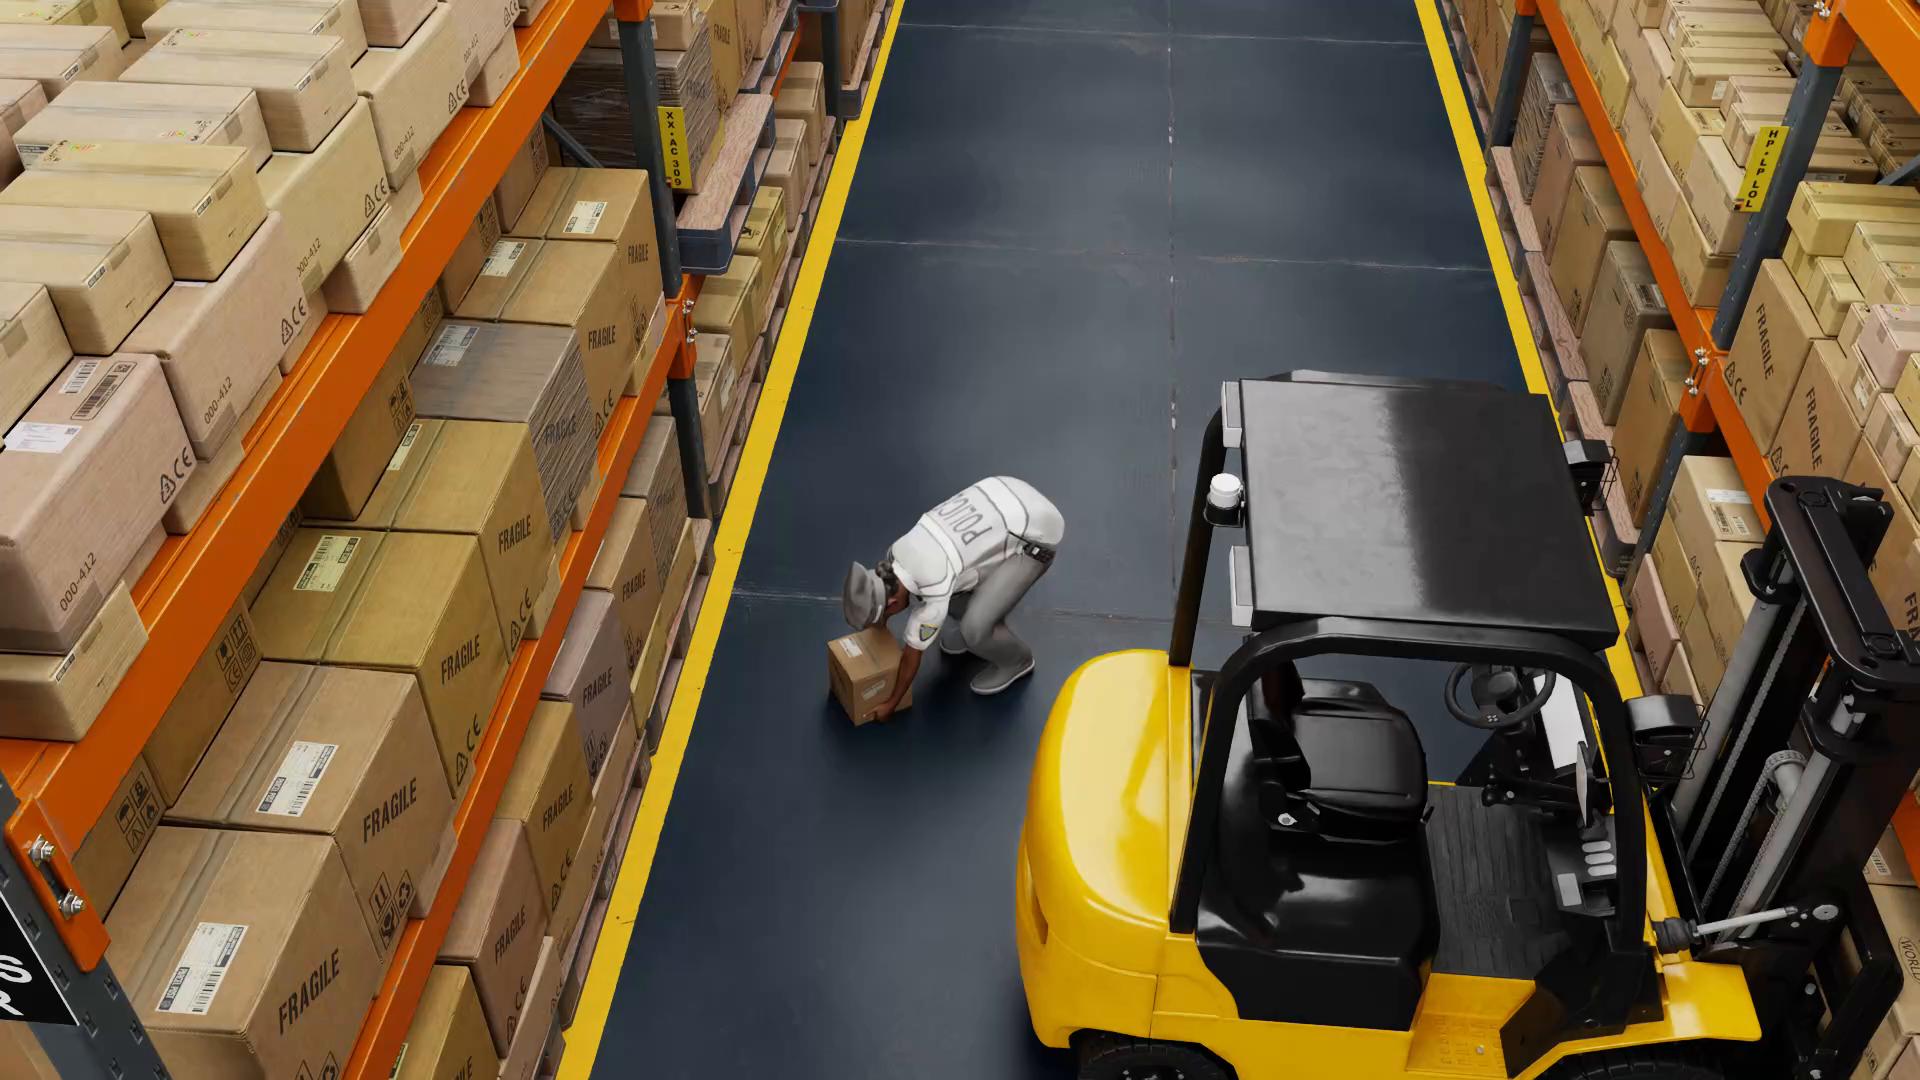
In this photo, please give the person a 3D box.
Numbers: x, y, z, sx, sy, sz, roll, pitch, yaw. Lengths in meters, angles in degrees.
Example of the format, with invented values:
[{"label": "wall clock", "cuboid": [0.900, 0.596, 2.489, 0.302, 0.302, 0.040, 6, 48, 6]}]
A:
[{"label": "person", "cuboid": [-0.028, 0.230, 6.530, 0.910, 0.846, 0.474, -20, 44, -22]}]
